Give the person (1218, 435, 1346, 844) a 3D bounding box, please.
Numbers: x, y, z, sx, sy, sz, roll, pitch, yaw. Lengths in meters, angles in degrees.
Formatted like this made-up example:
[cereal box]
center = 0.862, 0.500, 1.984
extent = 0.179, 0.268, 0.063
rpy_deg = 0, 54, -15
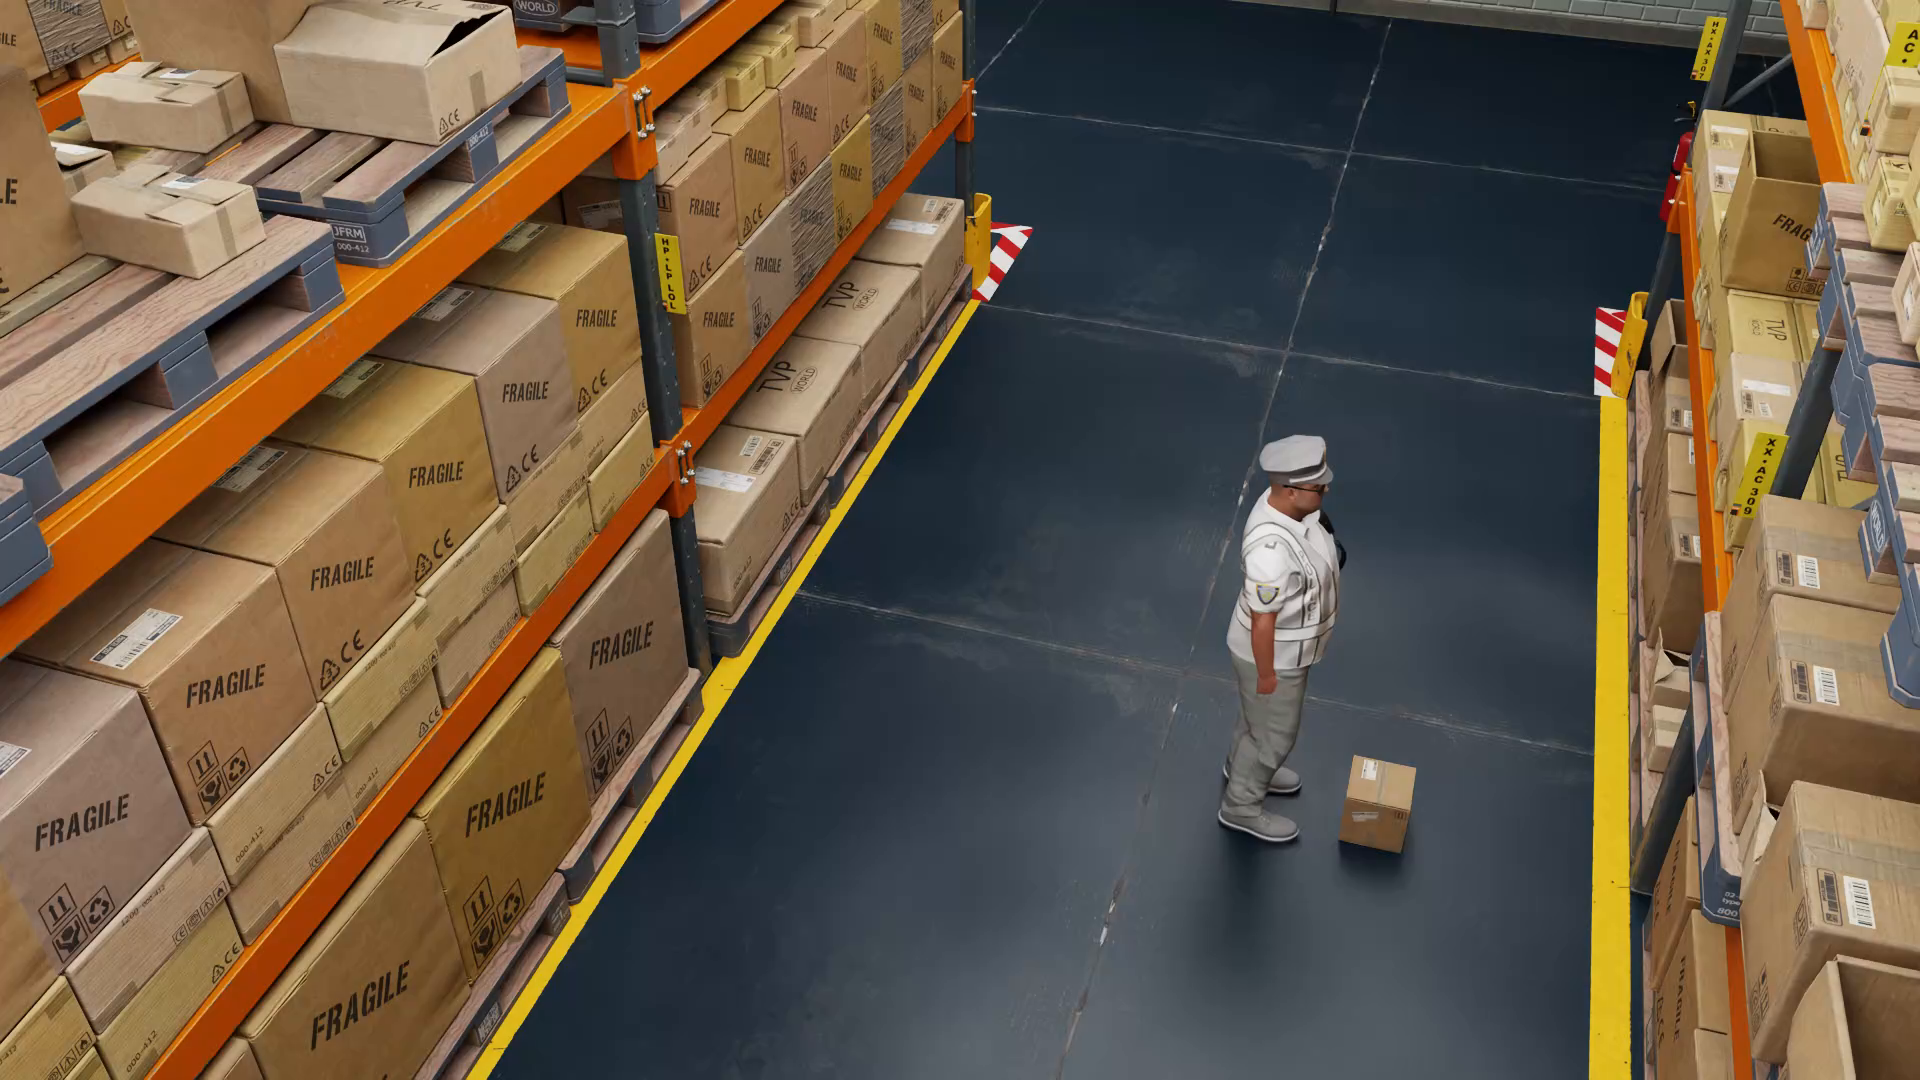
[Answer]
[person]
center = 1.232, 0.371, 6.383
extent = 0.398, 1.762, 0.534
rpy_deg = 12, 38, 15
